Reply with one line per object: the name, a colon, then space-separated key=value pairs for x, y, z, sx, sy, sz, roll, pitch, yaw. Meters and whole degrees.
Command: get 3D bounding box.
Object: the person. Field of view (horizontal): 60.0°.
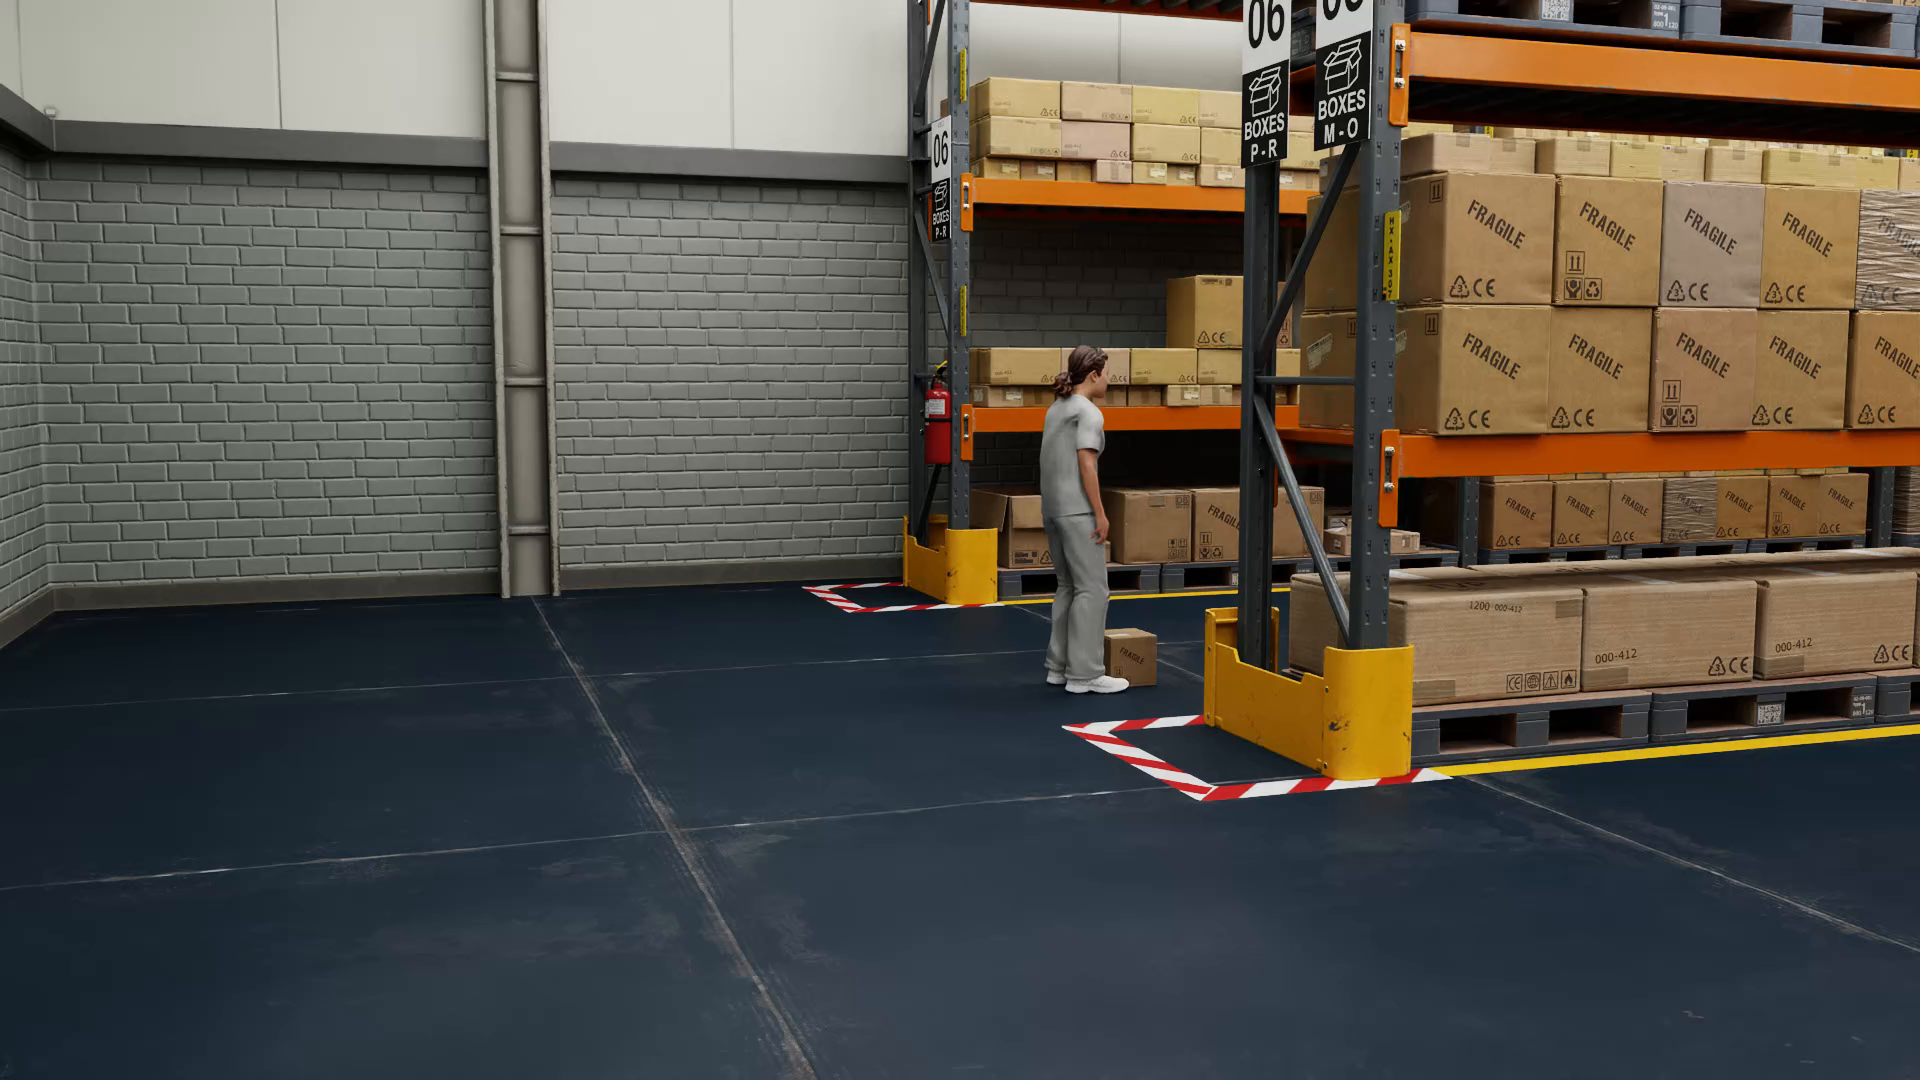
person: x=0.581 y=-0.111 z=8.118 sx=0.360 sy=1.672 sz=0.486 roll=-2 pitch=6 yaw=-20
